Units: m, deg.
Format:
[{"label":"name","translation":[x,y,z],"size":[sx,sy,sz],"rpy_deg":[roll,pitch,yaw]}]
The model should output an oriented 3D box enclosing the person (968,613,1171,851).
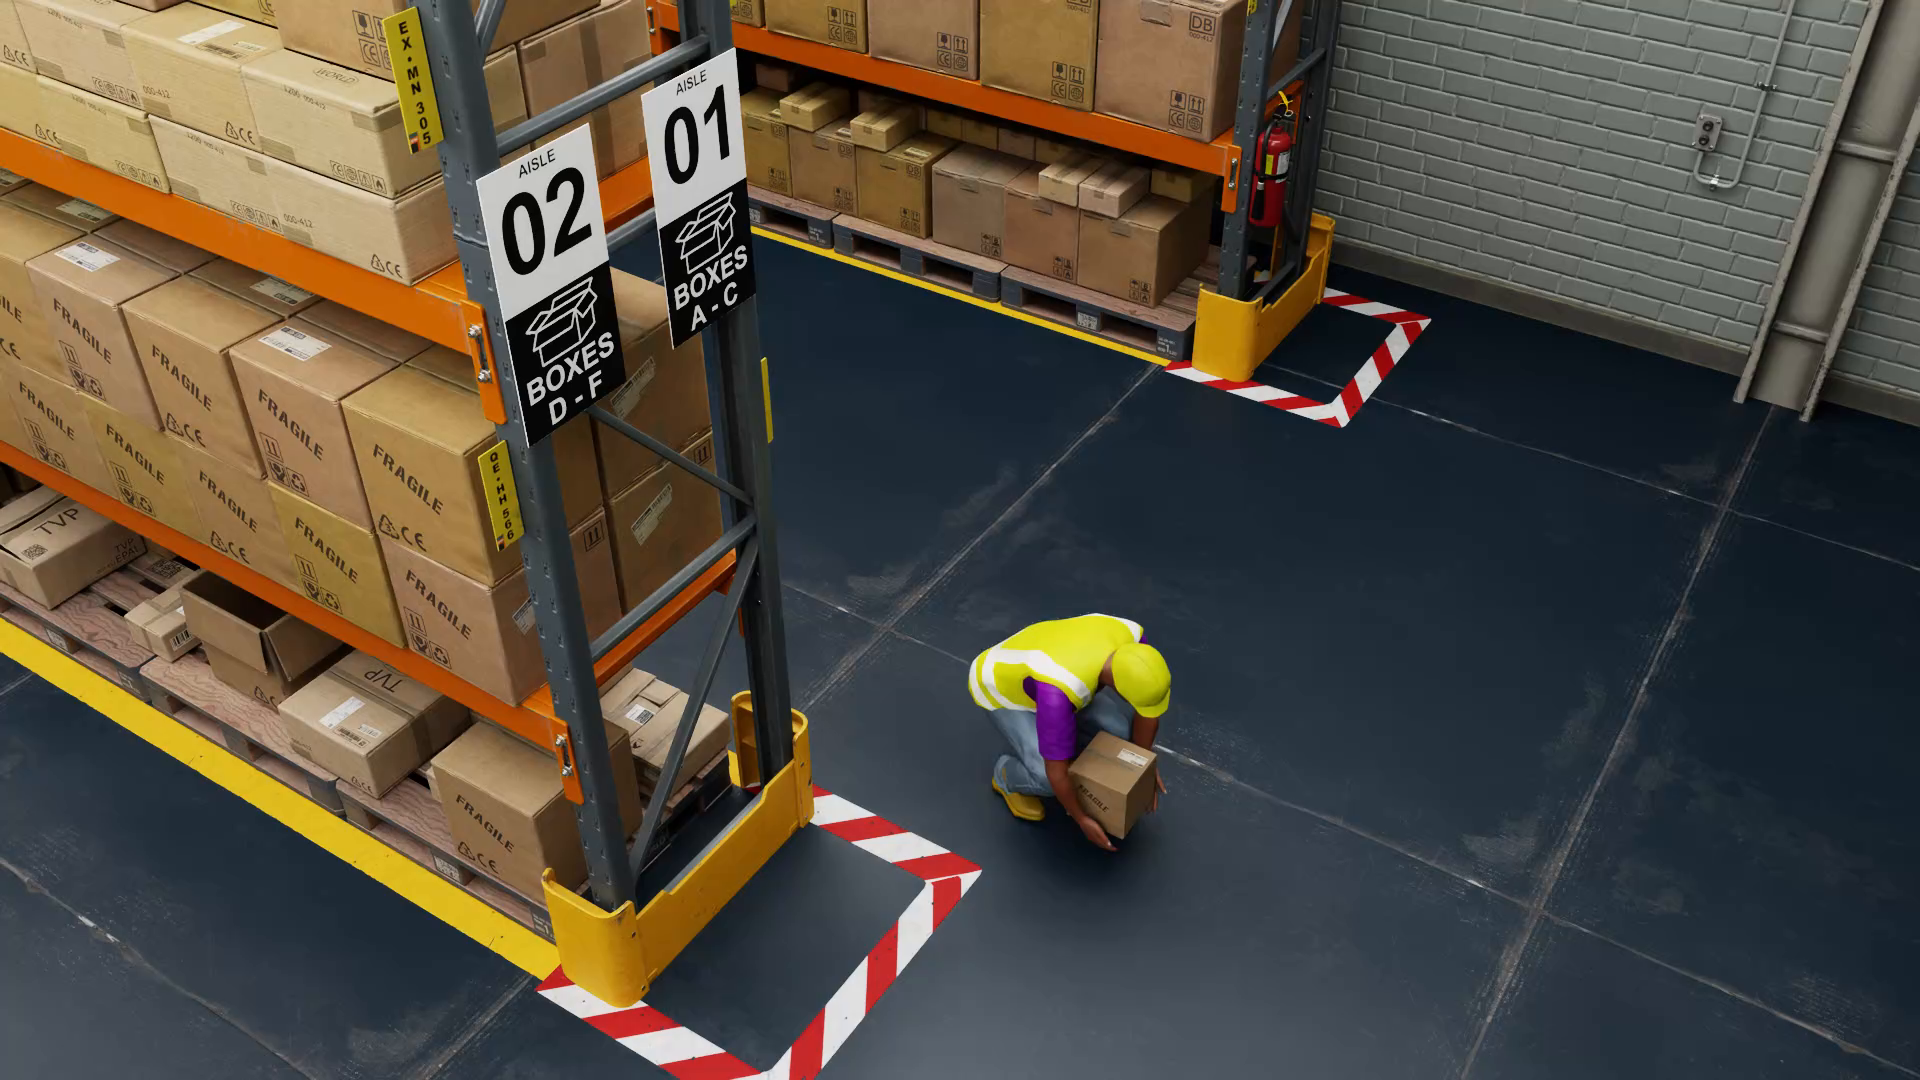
[{"label":"person","translation":[0.449,0.654,6.446],"size":[0.594,1.012,0.875],"rpy_deg":[-25,45,-28]}]
